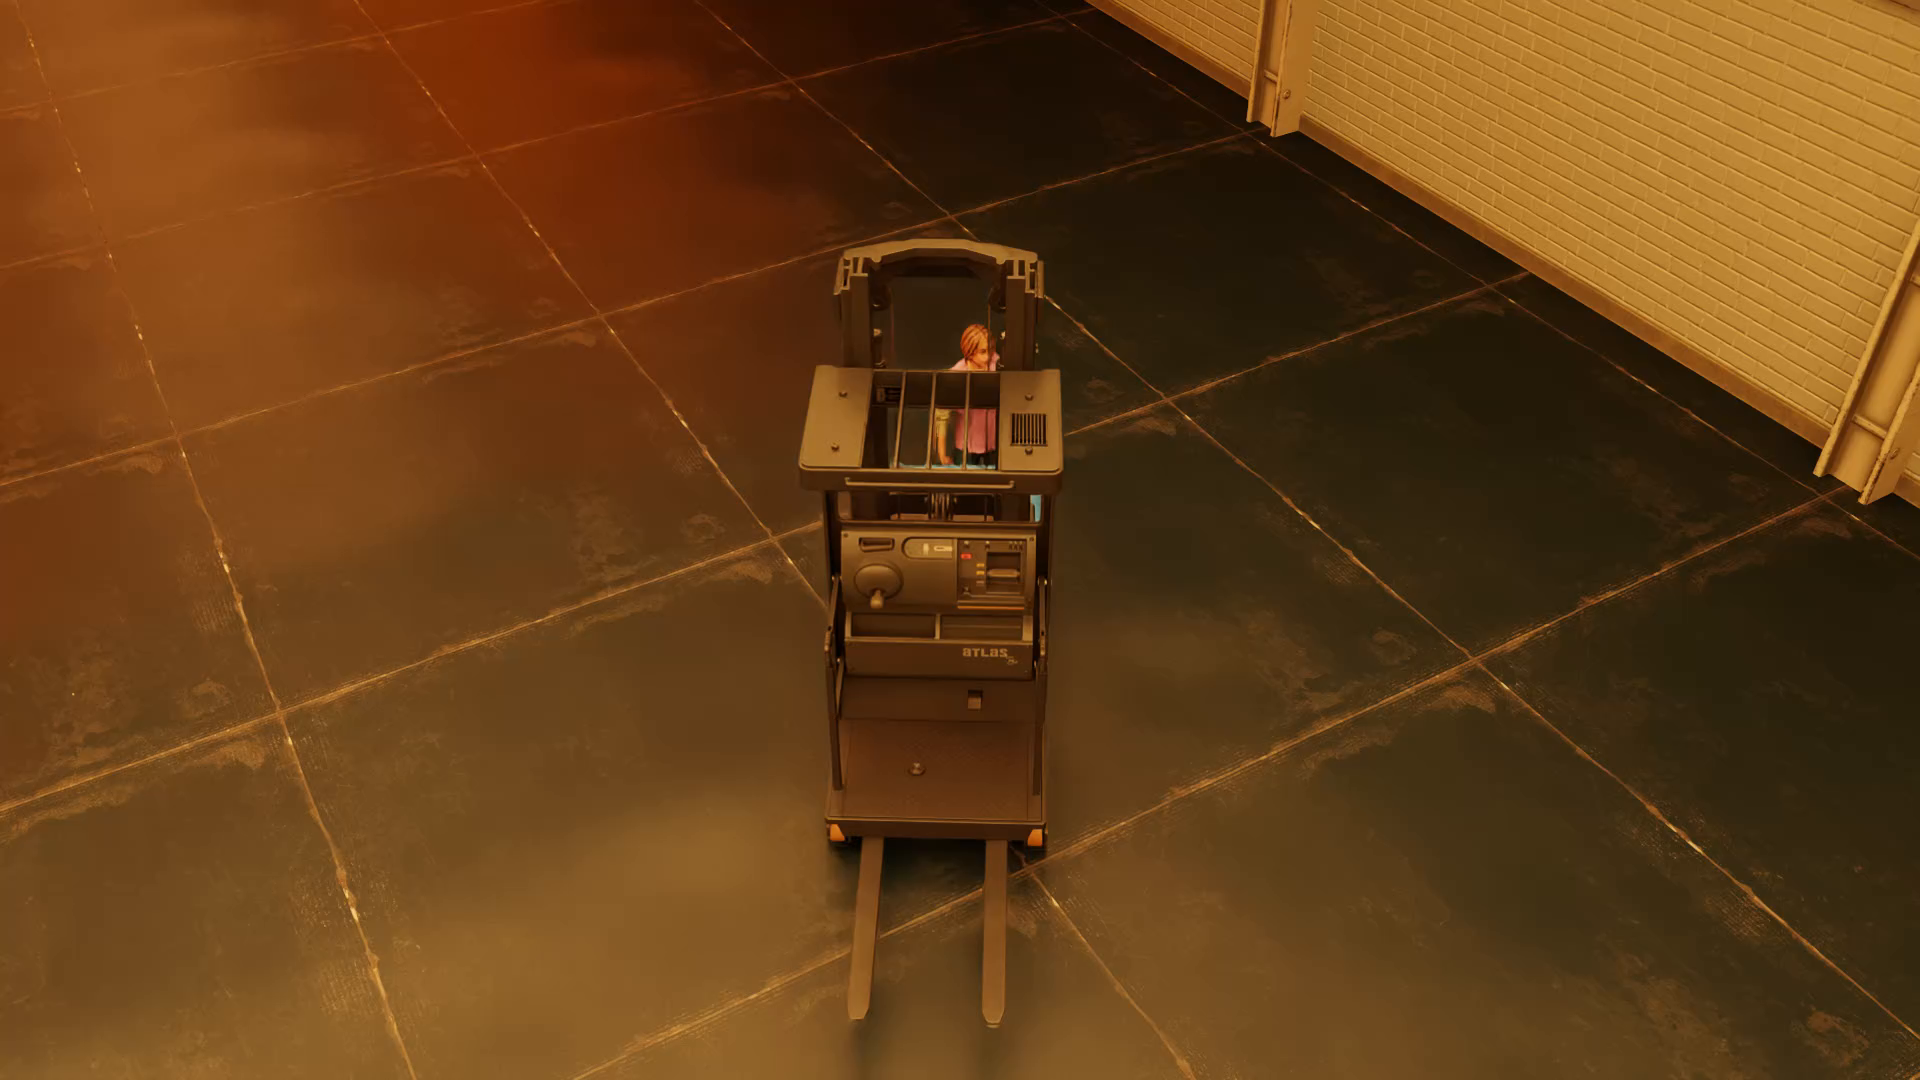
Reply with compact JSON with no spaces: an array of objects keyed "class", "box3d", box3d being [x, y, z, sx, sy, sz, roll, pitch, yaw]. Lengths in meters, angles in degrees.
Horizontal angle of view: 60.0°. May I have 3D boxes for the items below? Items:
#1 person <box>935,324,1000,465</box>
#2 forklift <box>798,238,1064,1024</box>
[{"class":"person","box3d":[0.144,-0.507,9.735,0.573,1.565,0.520,-15,42,-17]},{"class":"forklift","box3d":[-0.107,0.219,7.773,1.130,2.935,3.031,1,40,1]}]
